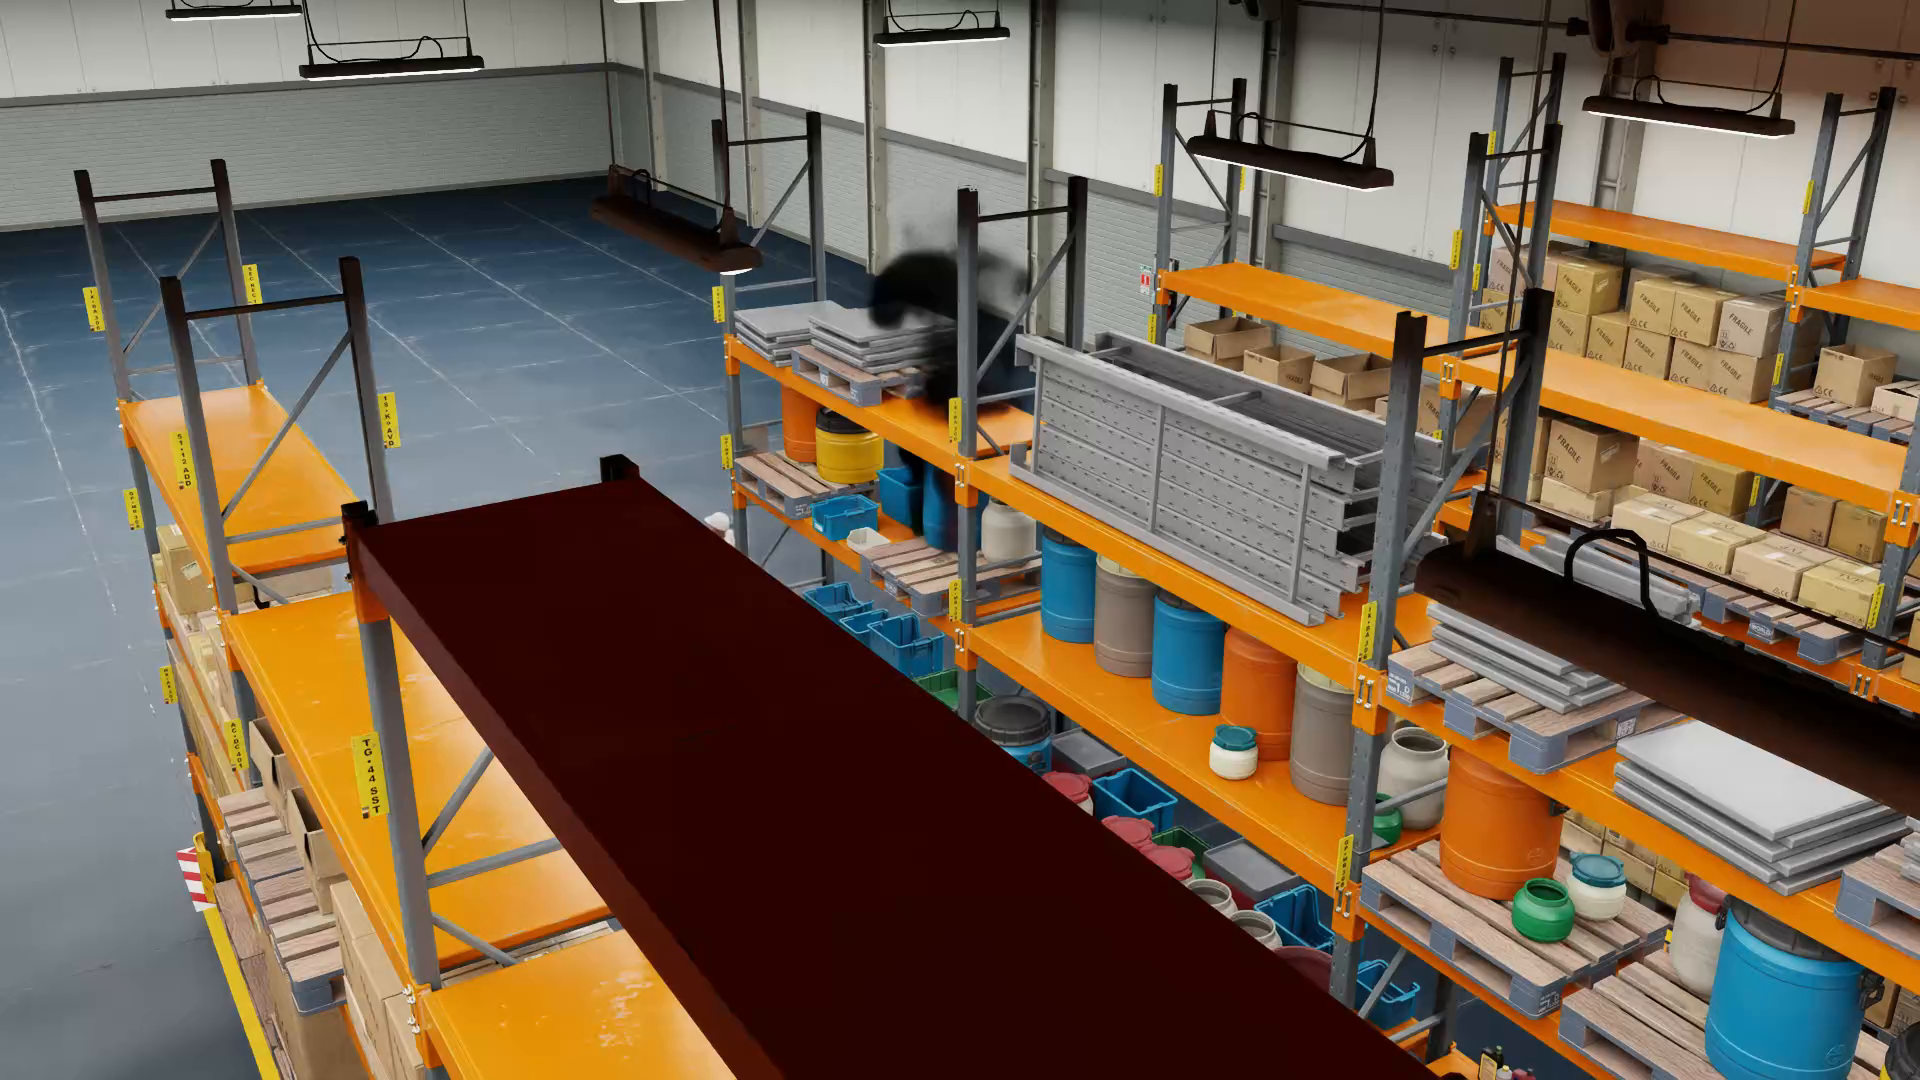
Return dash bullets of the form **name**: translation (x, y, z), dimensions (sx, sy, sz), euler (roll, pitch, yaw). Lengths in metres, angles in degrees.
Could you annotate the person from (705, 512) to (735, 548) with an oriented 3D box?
- **person**: translation (-2.499, 0.516, 17.724), dimensions (0.908, 1.767, 0.698), euler (2, 22, 4)
